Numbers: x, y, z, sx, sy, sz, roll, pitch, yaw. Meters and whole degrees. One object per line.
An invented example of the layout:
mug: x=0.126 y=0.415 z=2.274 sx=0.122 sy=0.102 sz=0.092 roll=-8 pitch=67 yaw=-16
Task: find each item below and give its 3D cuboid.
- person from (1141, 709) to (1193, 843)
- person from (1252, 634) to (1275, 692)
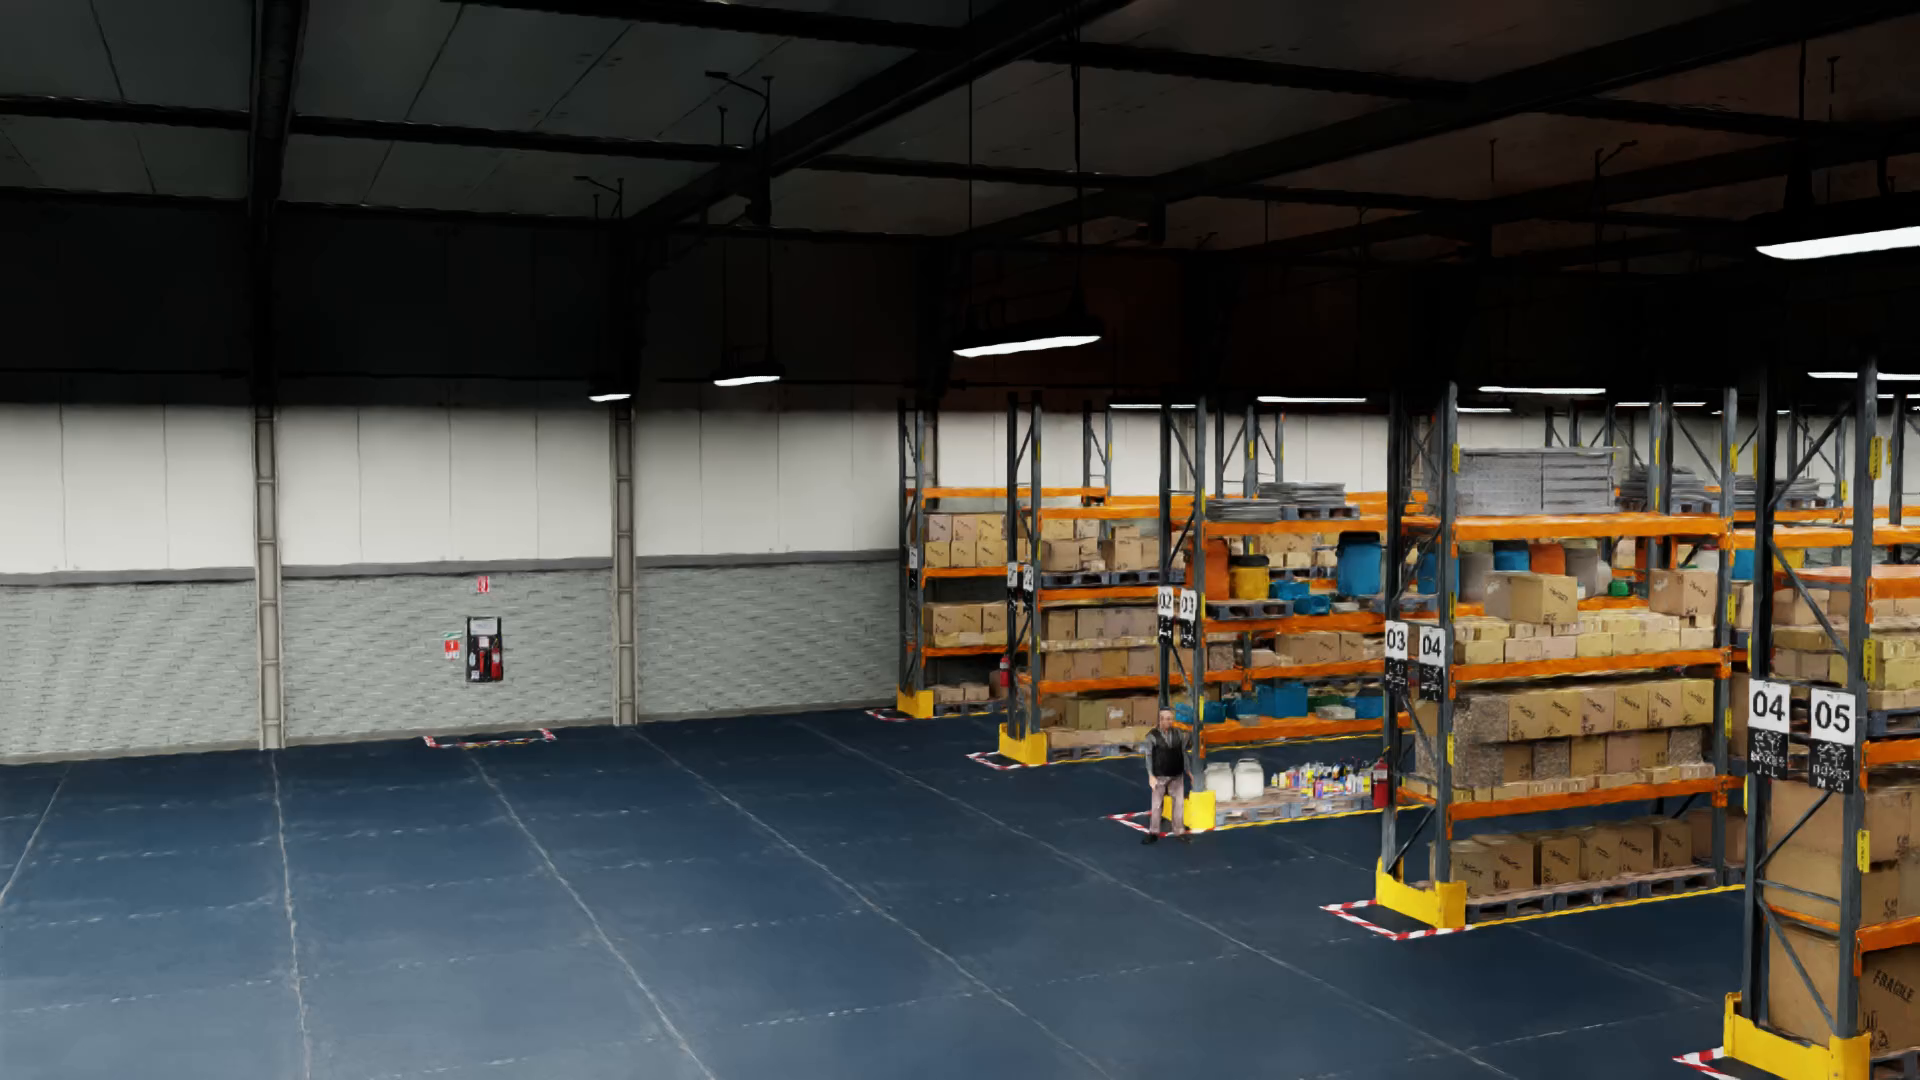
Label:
person: x=2.669 y=3.032 z=21.389 sx=0.681 sy=1.724 sz=0.388 roll=-1 pitch=3 yaw=-12
person: x=5.676 y=2.608 z=31.028 sx=0.518 sy=1.495 sz=0.592 roll=-2 pitch=4 yaw=-25
